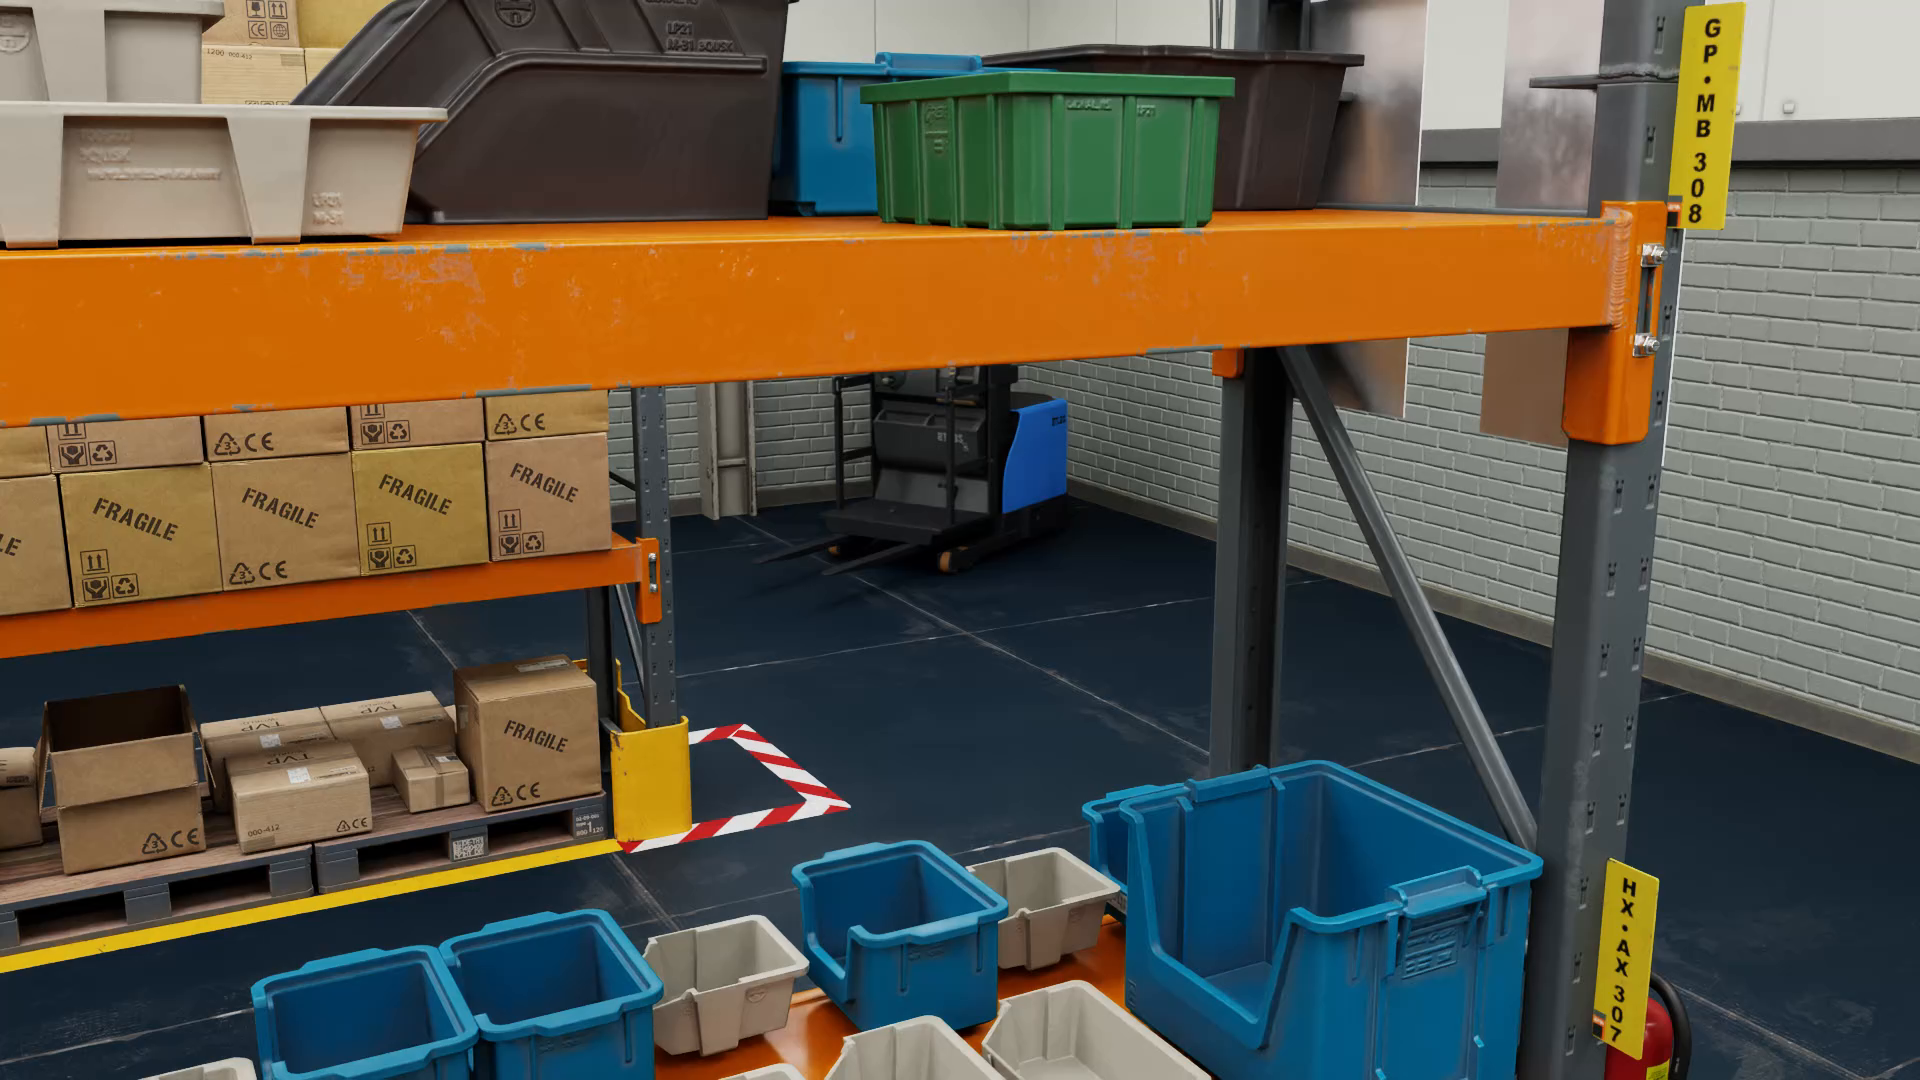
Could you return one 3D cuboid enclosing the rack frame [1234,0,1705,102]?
[{"bbox_3d":[0.836,-2.249,2.608,0.127,3.000,1.000,-7,14,-28],"label":"rack frame"}]

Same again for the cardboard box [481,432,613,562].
[{"bbox_3d":[-1.797,-0.227,7.057,0.500,0.500,0.500,-6,14,-26],"label":"cardboard box"}]

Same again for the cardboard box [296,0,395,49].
[{"bbox_3d":[-2.457,-2.184,6.645,0.500,0.500,0.700,-7,14,-28],"label":"cardboard box"}]

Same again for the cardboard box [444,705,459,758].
[{"bbox_3d":[-2.286,0.894,7.755,0.250,0.166,0.380,-7,14,-28],"label":"cardboard box"}]

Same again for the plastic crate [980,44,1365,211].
[{"bbox_3d":[0.364,-0.735,3.011,0.590,0.269,0.497,-7,14,-28],"label":"plastic crate"}]

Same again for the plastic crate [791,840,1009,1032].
[{"bbox_3d":[-0.117,0.762,3.138,0.300,0.233,0.416,-7,14,-28],"label":"plastic crate"}]

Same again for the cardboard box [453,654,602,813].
[{"bbox_3d":[-1.894,0.832,7.272,0.500,0.500,0.500,-7,14,-28],"label":"cardboard box"}]

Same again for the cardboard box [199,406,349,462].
[{"bbox_3d":[-2.689,-0.606,6.463,0.500,0.500,0.500,-6,14,-26],"label":"cardboard box"}]

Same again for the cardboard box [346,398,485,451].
[{"bbox_3d":[-2.237,-0.661,6.709,0.500,0.500,0.500,-6,14,-26],"label":"cardboard box"}]

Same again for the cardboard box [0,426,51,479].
[{"bbox_3d":[-3.593,-0.497,5.981,0.500,0.500,0.500,-7,15,-30],"label":"cardboard box"}]

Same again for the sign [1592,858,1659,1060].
[{"bbox_3d":[1.113,0.702,2.786,0.005,0.325,0.100,-7,14,-28],"label":"sign"}]

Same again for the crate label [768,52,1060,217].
[{"bbox_3d":[-0.129,-0.679,2.799,0.502,0.251,0.408,-7,14,-28],"label":"crate label"}]

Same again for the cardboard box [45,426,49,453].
[{"bbox_3d":[-3.835,-0.604,6.455,0.500,0.500,0.500,-7,14,-27],"label":"cardboard box"}]

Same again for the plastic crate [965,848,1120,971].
[{"bbox_3d":[0.140,0.757,3.377,0.298,0.136,0.250,-7,14,-28],"label":"plastic crate"}]

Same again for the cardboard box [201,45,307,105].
[{"bbox_3d":[-2.743,-1.704,6.220,0.500,0.250,0.500,-7,14,-28],"label":"cardboard box"}]

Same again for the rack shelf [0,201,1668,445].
[{"bbox_3d":[-0.920,-0.225,2.082,4.000,0.370,1.077,-7,14,-28],"label":"rack shelf"}]

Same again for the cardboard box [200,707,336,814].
[{"bbox_3d":[-3.025,0.957,7.285,0.500,0.250,0.500,-7,14,-28],"label":"cardboard box"}]

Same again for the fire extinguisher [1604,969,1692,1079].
[{"bbox_3d":[1.186,0.969,2.998,0.183,0.674,0.296,-7,14,-28],"label":"fire extinguisher"}]

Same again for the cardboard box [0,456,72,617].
[{"bbox_3d":[-3.579,-0.013,6.109,0.500,0.500,0.500,-7,14,-28],"label":"cardboard box"}]

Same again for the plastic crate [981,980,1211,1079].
[{"bbox_3d":[0.207,0.898,2.753,0.243,0.136,0.396,-7,14,-28],"label":"plastic crate"}]

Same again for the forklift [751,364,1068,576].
[{"bbox_3d":[-0.342,-1.300,12.212,1.130,2.935,3.031,8,15,32],"label":"forklift"}]

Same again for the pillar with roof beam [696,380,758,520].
[{"bbox_3d":[0.107,-3.780,9.408,0.400,9.000,9.100,-7,14,-28],"label":"pillar with roof beam"}]

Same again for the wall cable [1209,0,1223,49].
[{"bbox_3d":[1.224,-3.170,13.771,0.112,2.526,3.097,-7,14,-28],"label":"wall cable"}]

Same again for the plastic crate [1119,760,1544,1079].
[{"bbox_3d":[0.631,0.702,2.940,0.499,0.435,0.616,-7,14,-28],"label":"plastic crate"}]

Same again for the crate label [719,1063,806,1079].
[{"bbox_3d":[-0.288,0.959,2.479,0.243,0.136,0.396,-7,14,-28],"label":"crate label"}]

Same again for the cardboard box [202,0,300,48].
[{"bbox_3d":[-2.845,-2.111,6.320,0.500,0.500,0.700,-7,14,-28],"label":"cardboard box"}]

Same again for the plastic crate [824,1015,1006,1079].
[{"bbox_3d":[-0.055,0.925,2.630,0.243,0.136,0.396,-7,14,-28],"label":"plastic crate"}]

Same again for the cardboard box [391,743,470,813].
[{"bbox_3d":[-2.292,1.020,7.196,0.250,0.166,0.380,-7,14,-28],"label":"cardboard box"}]

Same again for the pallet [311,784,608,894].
[{"bbox_3d":[-2.301,1.175,7.408,1.213,0.211,1.003,-7,14,-28],"label":"pallet"}]

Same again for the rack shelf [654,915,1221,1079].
[{"bbox_3d":[-0.920,1.239,2.411,4.000,0.370,1.077,-7,14,-28],"label":"rack shelf"}]

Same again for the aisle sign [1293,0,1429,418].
[{"bbox_3d":[0.756,-0.656,3.270,0.004,0.787,0.394,-7,14,-28],"label":"aisle sign"}]

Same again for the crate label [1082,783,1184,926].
[{"bbox_3d":[0.461,0.692,3.445,0.303,0.233,0.416,-7,14,-28],"label":"crate label"}]

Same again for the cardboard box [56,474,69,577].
[{"bbox_3d":[-3.828,-0.117,6.567,0.500,0.500,0.500,-6,14,-27],"label":"cardboard box"}]

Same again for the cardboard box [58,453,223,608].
[{"bbox_3d":[-3.134,-0.067,6.348,0.500,0.500,0.500,-7,14,-29],"label":"cardboard box"}]

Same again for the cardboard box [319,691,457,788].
[{"bbox_3d":[-2.587,0.904,7.519,0.500,0.250,0.500,-7,14,-28],"label":"cardboard box"}]

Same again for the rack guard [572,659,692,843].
[{"bbox_3d":[-1.601,0.950,7.749,0.348,0.500,1.175,-7,14,-28],"label":"rack guard"}]

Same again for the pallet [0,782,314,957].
[{"bbox_3d":[-3.370,1.303,6.841,1.213,0.211,1.003,-7,14,-28],"label":"pallet"}]

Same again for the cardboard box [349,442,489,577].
[{"bbox_3d":[-2.251,-0.171,6.812,0.500,0.500,0.500,-7,14,-27],"label":"cardboard box"}]

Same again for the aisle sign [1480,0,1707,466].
[{"bbox_3d":[1.039,-0.542,2.764,0.004,0.787,0.394,-7,14,-28],"label":"aisle sign"}]

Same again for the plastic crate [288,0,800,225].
[{"bbox_3d":[-0.637,-0.648,2.466,0.767,0.338,0.504,-7,14,-28],"label":"plastic crate"}]

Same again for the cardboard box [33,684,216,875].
[{"bbox_3d":[-3.399,0.948,6.749,0.637,0.503,0.797,-7,14,-28],"label":"cardboard box"}]

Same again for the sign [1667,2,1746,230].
[{"bbox_3d":[1.113,-0.631,2.486,0.005,0.325,0.100,-7,14,-28],"label":"sign"}]

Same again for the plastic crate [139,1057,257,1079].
[{"bbox_3d":[-1.291,0.957,2.491,0.466,0.136,0.293,-7,14,-28],"label":"plastic crate"}]

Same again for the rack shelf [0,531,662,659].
[{"bbox_3d":[-3.290,0.284,6.655,4.000,0.370,1.077,-7,14,-28],"label":"rack shelf"}]

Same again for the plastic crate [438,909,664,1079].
[{"bbox_3d":[-0.695,0.831,2.830,0.300,0.233,0.416,-7,14,-28],"label":"plastic crate"}]

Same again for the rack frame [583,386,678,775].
[{"bbox_3d":[-1.535,-0.278,7.511,0.127,3.000,1.000,-7,14,-28],"label":"rack frame"}]

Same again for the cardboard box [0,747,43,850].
[{"bbox_3d":[-4.023,1.047,6.747,0.500,0.311,0.500,-7,14,-28],"label":"cardboard box"}]

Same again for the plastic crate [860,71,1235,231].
[{"bbox_3d":[0.107,-0.524,2.255,0.336,0.188,0.450,-7,14,-28],"label":"plastic crate"}]

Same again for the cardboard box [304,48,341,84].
[{"bbox_3d":[-2.302,-1.756,6.450,0.500,0.250,0.500,-7,14,-28],"label":"cardboard box"}]

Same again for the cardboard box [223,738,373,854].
[{"bbox_3d":[-2.742,1.048,6.881,0.500,0.250,0.500,-7,14,-28],"label":"cardboard box"}]

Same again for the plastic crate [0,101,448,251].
[{"bbox_3d":[-0.859,-0.392,1.788,0.530,0.136,0.437,-7,14,-28],"label":"plastic crate"}]

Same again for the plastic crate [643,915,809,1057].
[{"bbox_3d":[-0.456,0.829,3.060,0.298,0.136,0.250,-7,14,-28],"label":"plastic crate"}]

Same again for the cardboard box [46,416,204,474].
[{"bbox_3d":[-3.140,-0.552,6.223,0.500,0.500,0.500,-6,14,-26],"label":"cardboard box"}]

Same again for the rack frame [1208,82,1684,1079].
[{"bbox_3d":[0.836,0.677,3.267,0.127,3.000,1.000,-7,14,-28],"label":"rack frame"}]

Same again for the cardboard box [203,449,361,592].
[{"bbox_3d":[-2.691,-0.120,6.583,0.500,0.500,0.500,-7,14,-27],"label":"cardboard box"}]

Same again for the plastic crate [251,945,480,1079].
[{"bbox_3d":[-0.958,0.862,2.690,0.300,0.233,0.416,-7,14,-28],"label":"plastic crate"}]

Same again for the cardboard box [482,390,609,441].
[{"bbox_3d":[-1.793,-0.714,6.946,0.500,0.500,0.500,-7,14,-28],"label":"cardboard box"}]

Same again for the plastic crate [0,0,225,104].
[{"bbox_3d":[-1.258,-0.554,2.179,0.530,0.282,0.437,-7,14,-28],"label":"plastic crate"}]
